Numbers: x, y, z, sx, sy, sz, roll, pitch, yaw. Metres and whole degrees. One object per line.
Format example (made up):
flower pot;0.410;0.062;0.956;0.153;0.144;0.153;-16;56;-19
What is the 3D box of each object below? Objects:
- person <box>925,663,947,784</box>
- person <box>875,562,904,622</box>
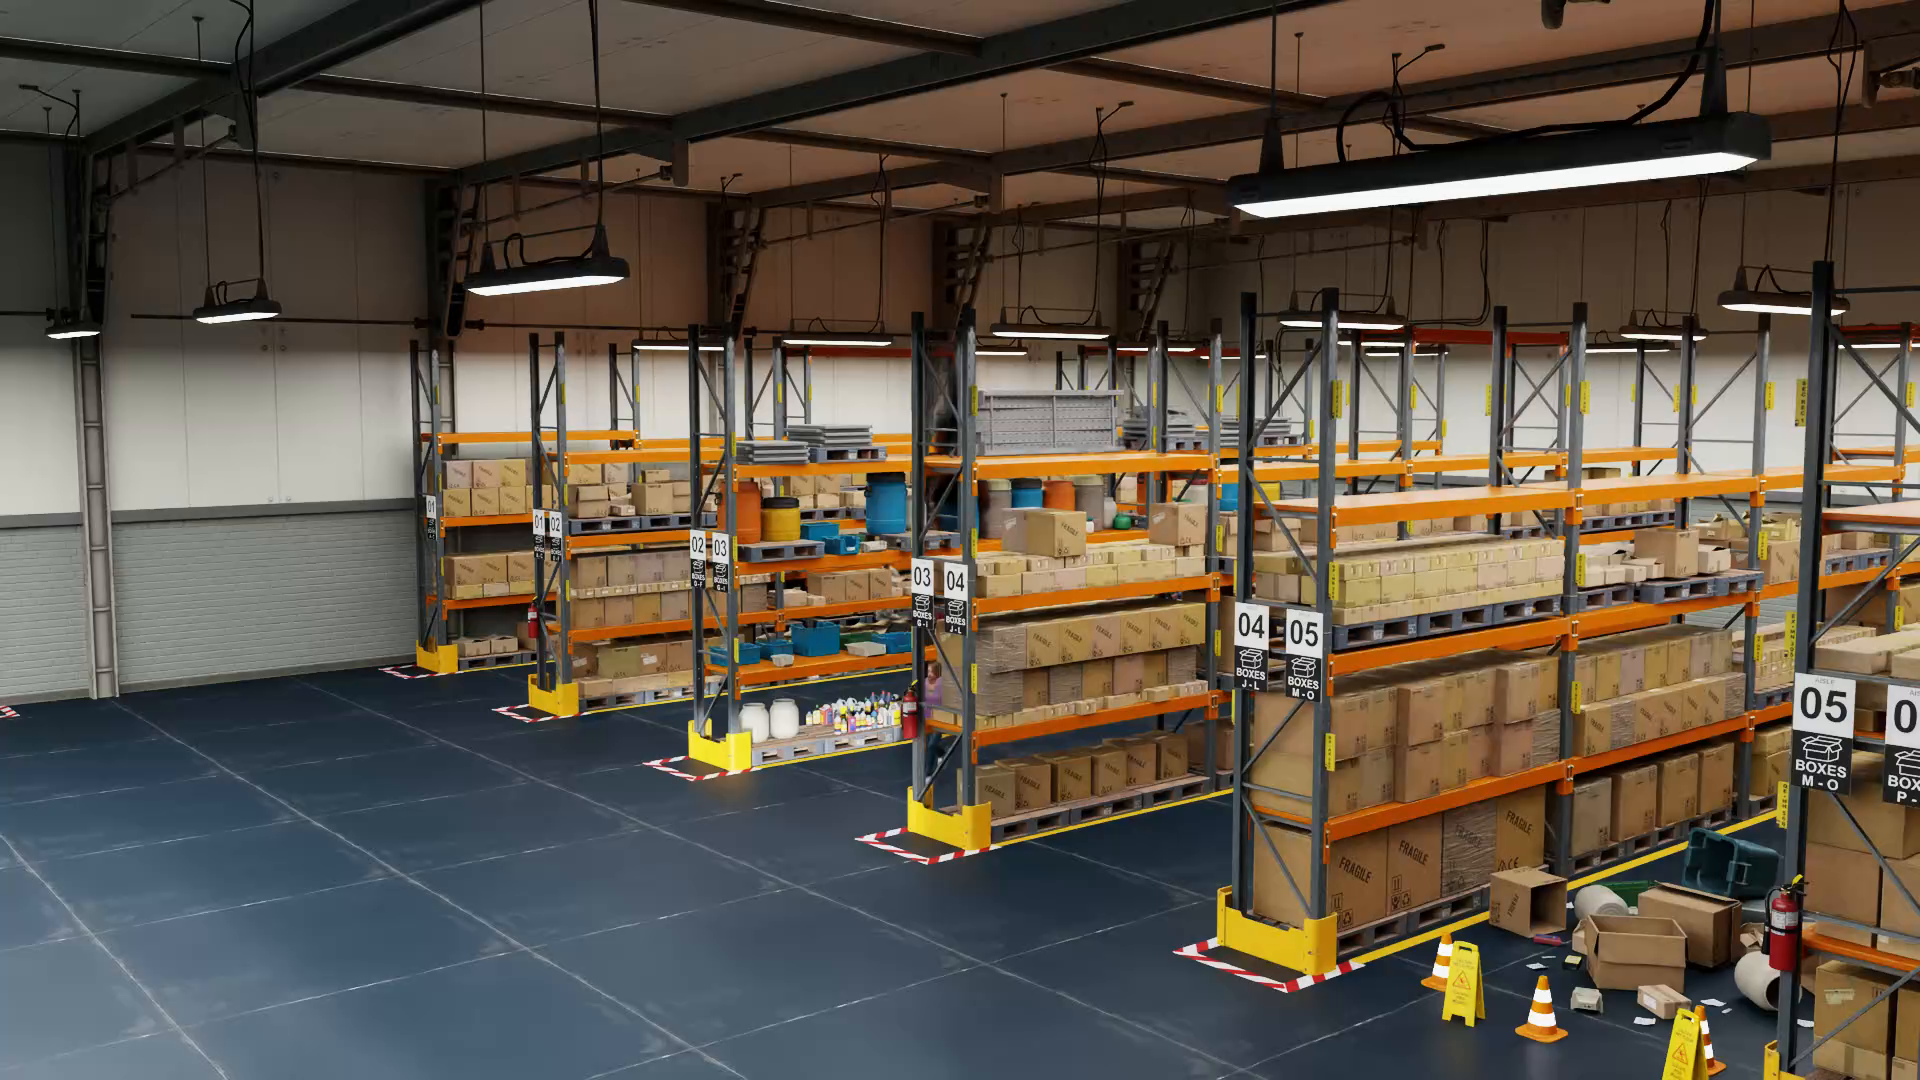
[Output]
person;-0.329;2.370;21.680;0.564;1.592;0.921;2;6;18
person;-1.469;1.158;33.922;0.655;1.774;0.845;5;7;41
